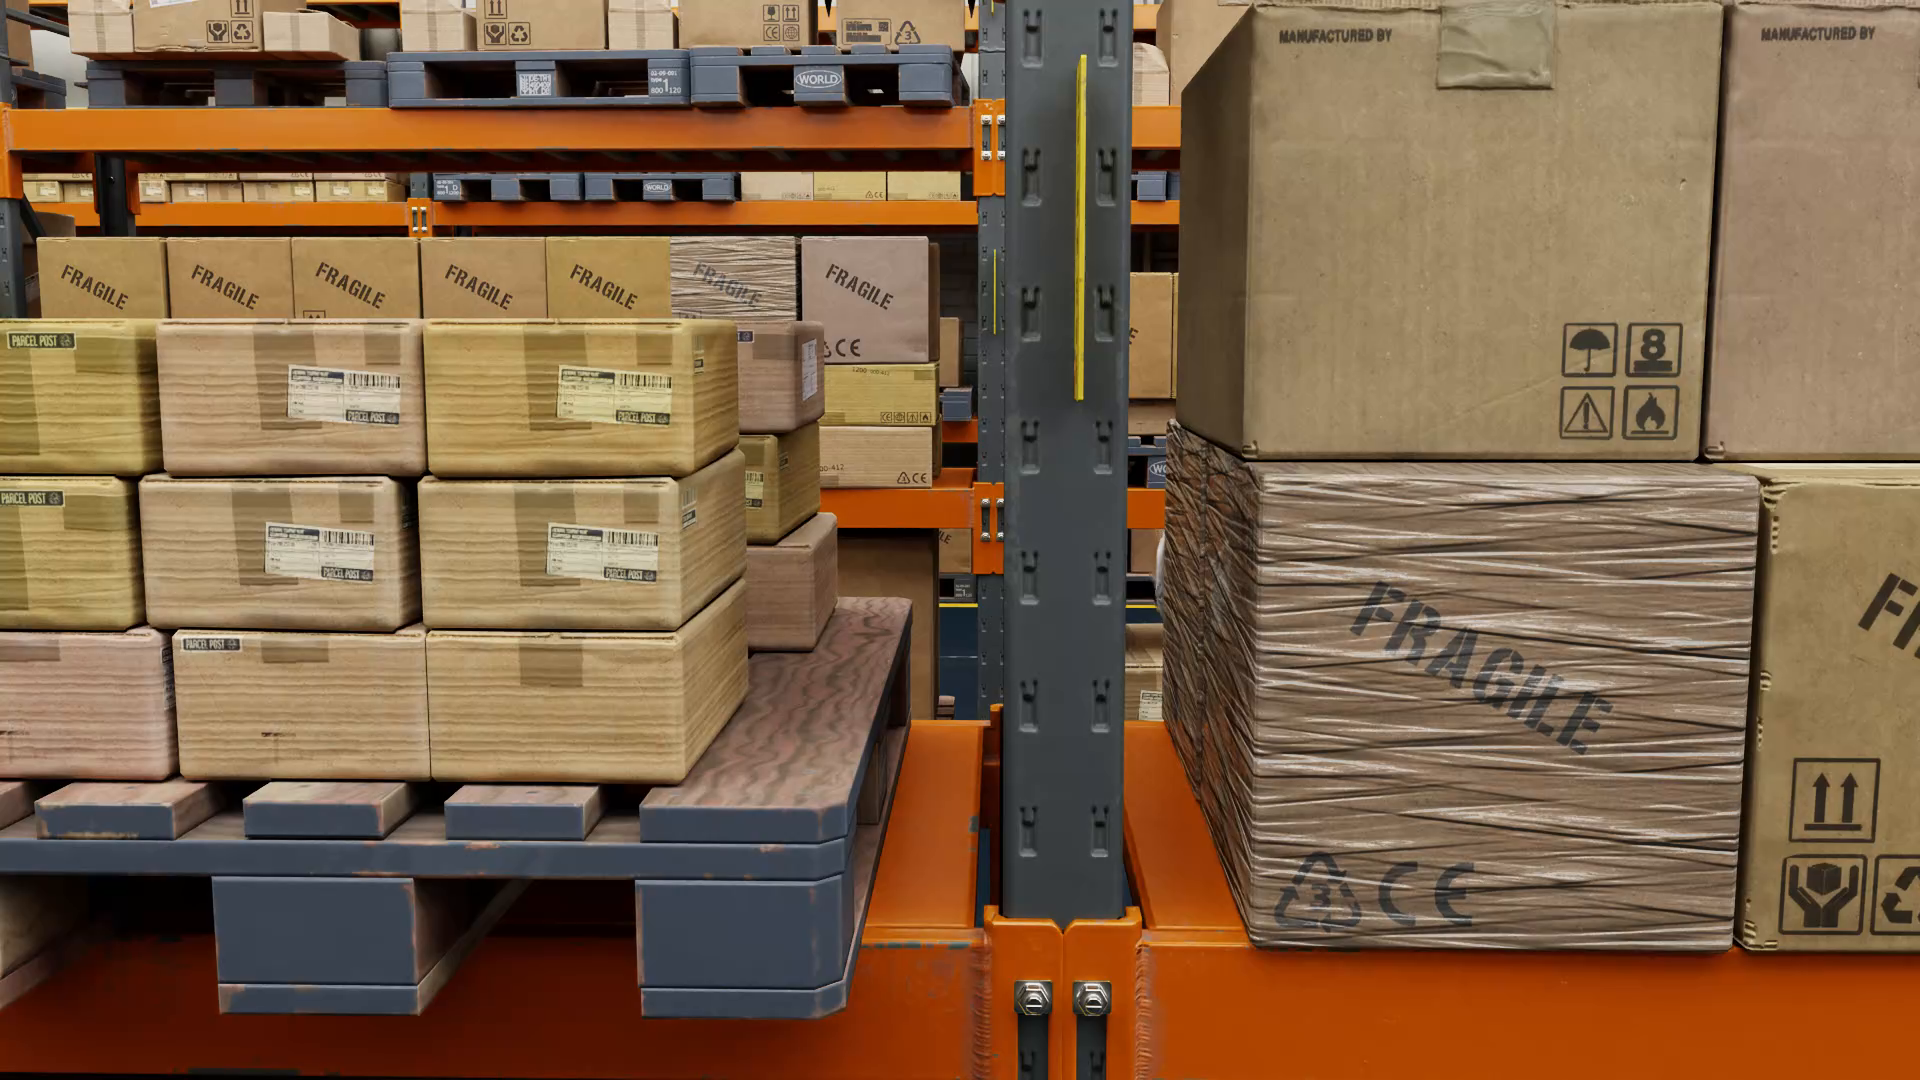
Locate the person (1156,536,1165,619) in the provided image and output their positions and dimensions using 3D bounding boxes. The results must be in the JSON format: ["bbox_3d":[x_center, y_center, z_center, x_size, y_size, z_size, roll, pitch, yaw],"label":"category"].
[{"bbox_3d":[1.447,0.237,10.149,0.480,0.855,0.859,0,7,1],"label":"person"}]
